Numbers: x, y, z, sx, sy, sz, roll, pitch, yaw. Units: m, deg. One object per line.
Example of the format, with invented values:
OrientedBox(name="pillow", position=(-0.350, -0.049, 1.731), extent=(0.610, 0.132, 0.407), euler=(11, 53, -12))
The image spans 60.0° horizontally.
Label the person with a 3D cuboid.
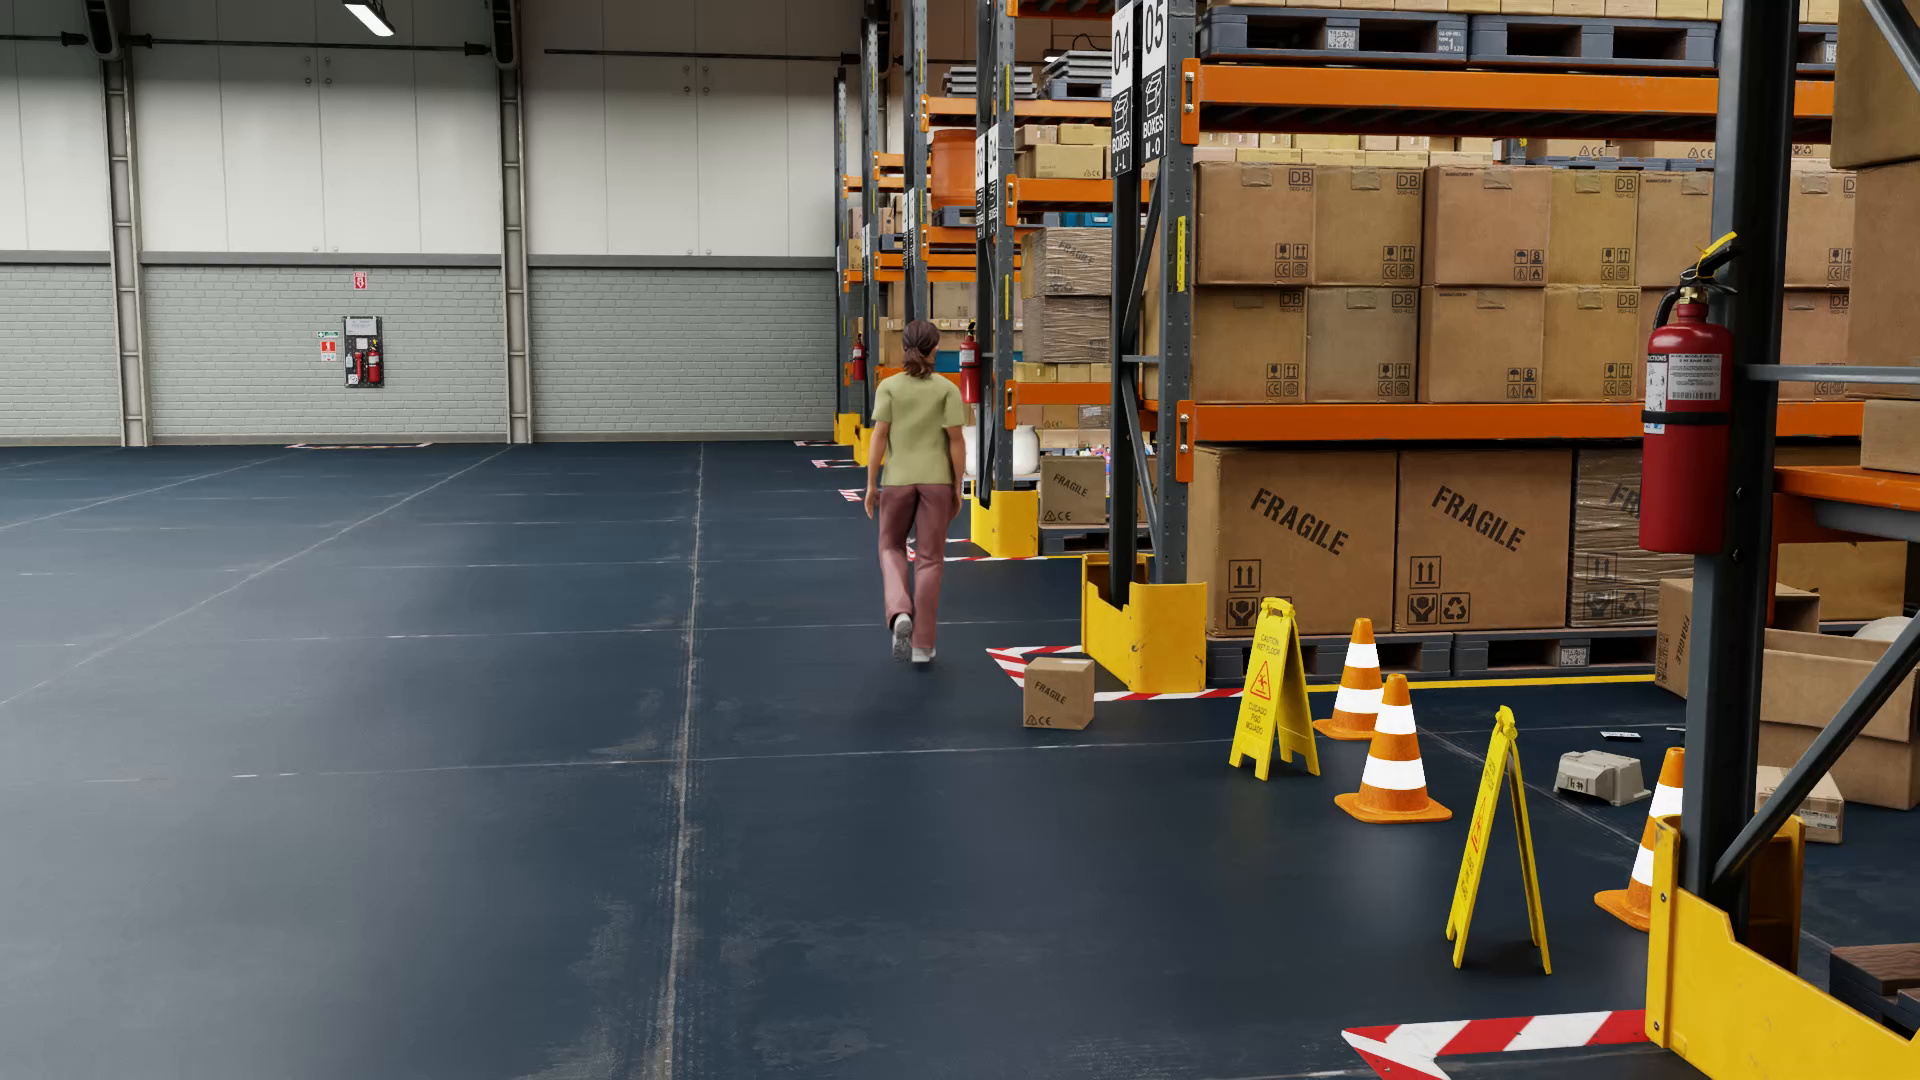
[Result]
OrientedBox(name="person", position=(-0.212, -0.235, 8.175), extent=(0.489, 1.688, 0.430), euler=(0, 7, 3))
